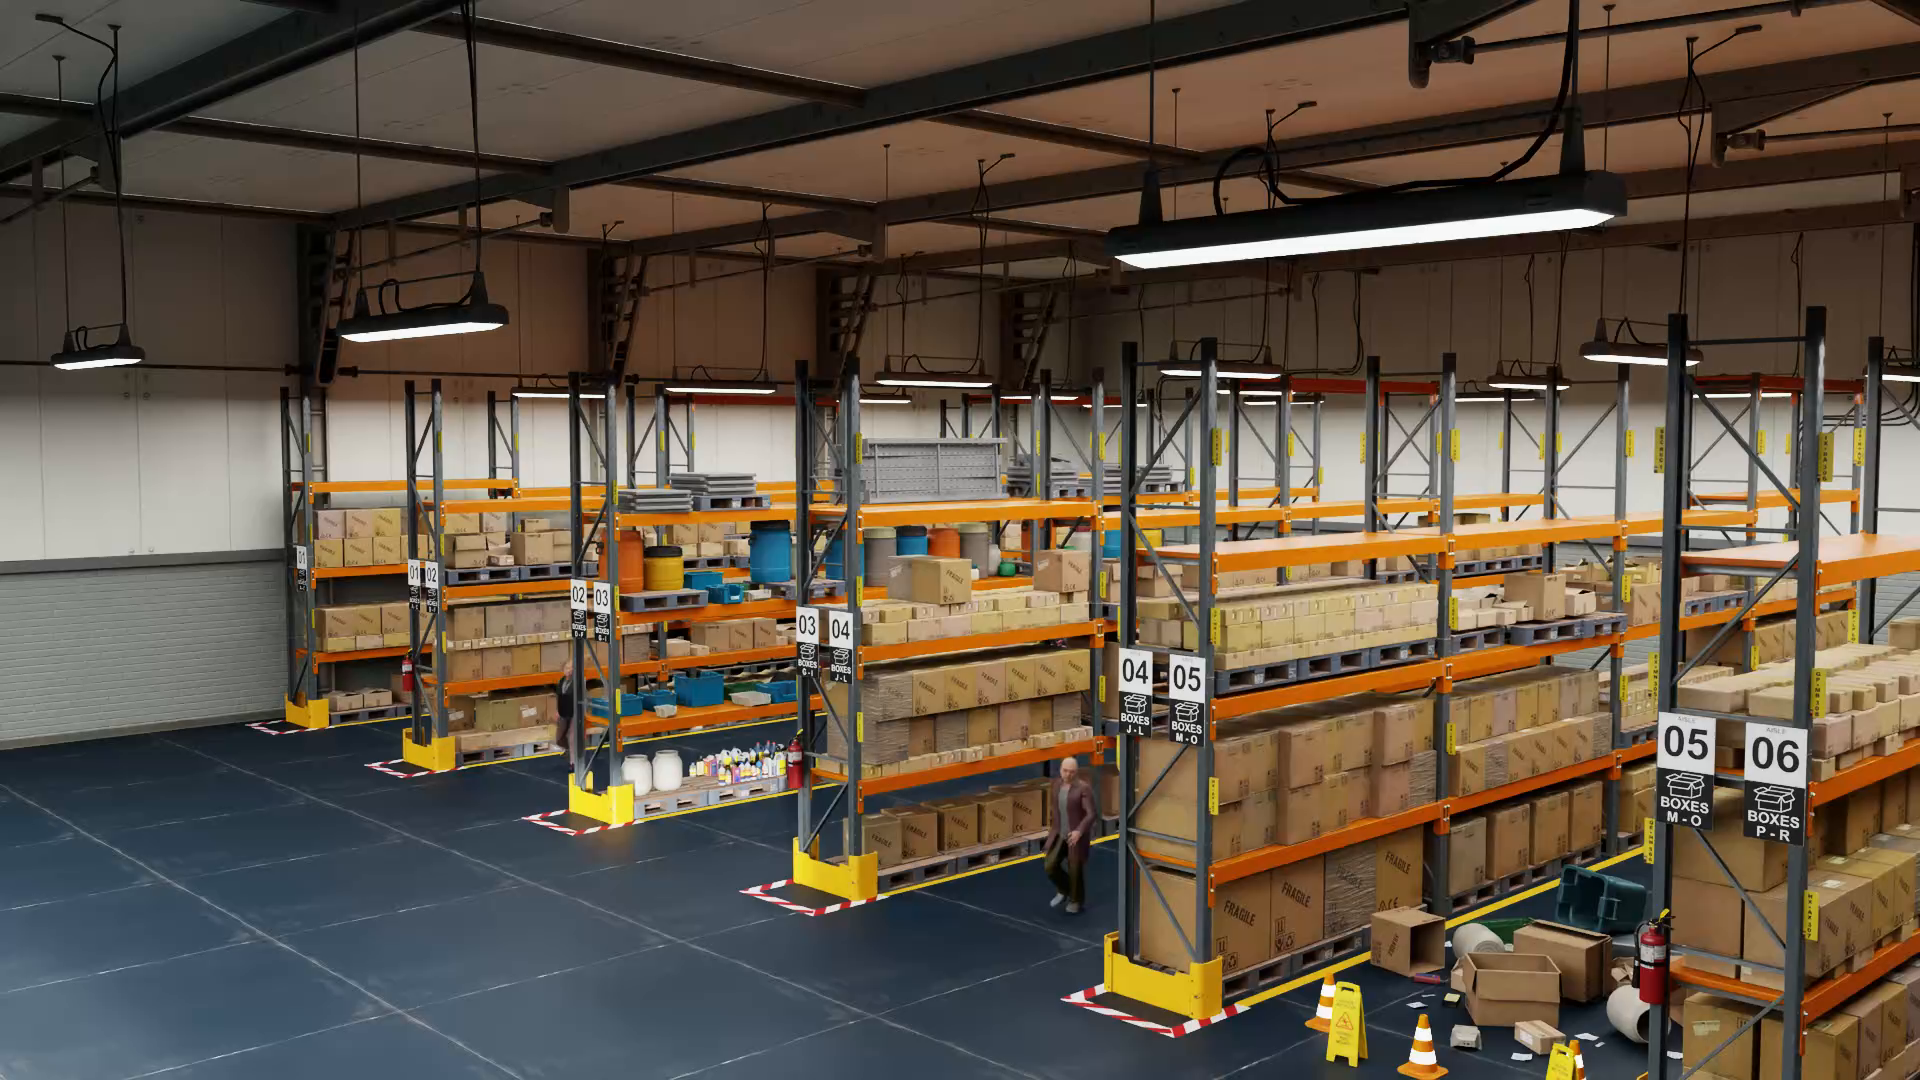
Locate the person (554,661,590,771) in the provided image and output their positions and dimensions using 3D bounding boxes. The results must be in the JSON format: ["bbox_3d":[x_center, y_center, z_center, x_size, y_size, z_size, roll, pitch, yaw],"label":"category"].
[{"bbox_3d":[-5.933,2.690,25.578,0.725,1.692,0.635,2,4,23],"label":"person"}]

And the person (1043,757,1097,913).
[{"bbox_3d":[1.156,3.156,17.683,0.704,1.723,0.828,2,4,31],"label":"person"}]
